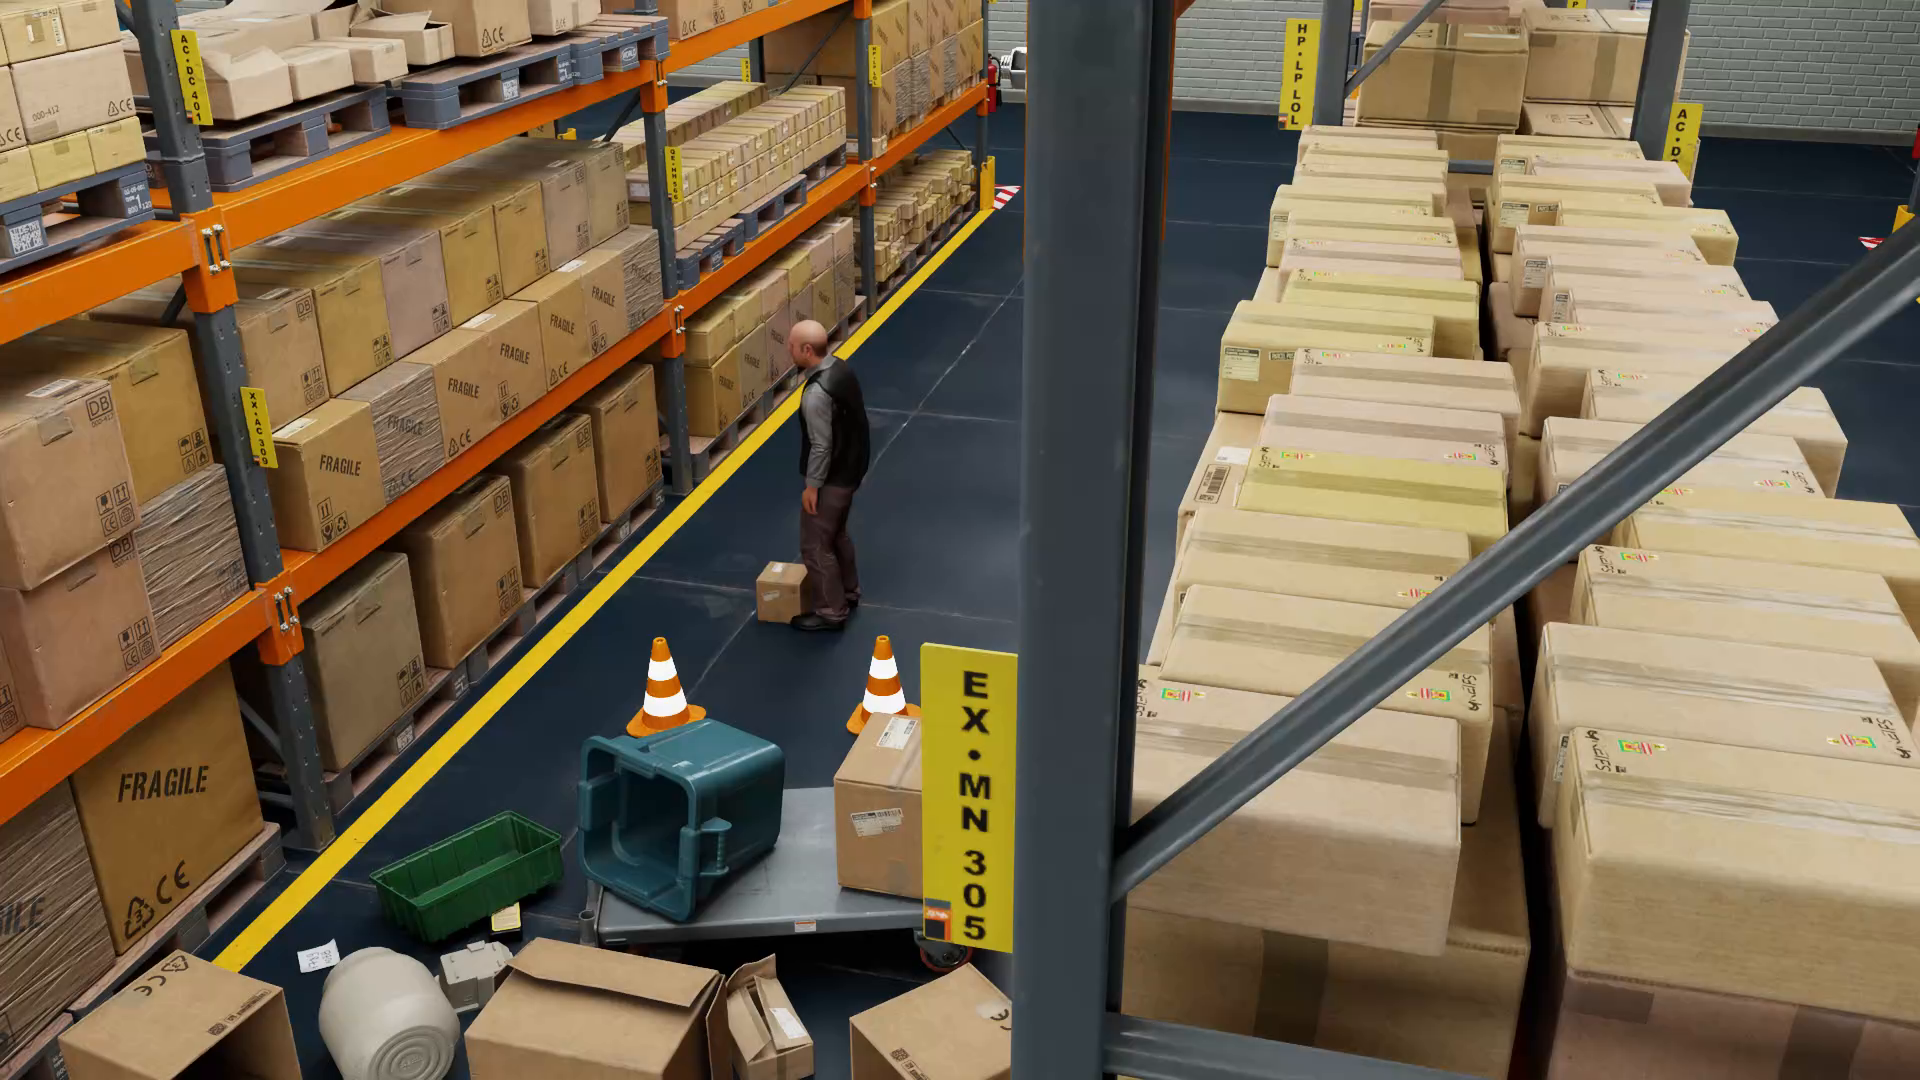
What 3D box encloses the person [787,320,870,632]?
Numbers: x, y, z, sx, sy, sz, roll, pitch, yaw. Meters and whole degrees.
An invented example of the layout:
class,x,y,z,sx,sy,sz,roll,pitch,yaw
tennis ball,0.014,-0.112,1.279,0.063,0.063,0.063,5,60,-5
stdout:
class,x,y,z,sx,sy,sz,roll,pitch,yaw
person,-0.695,-0.344,8.872,0.426,1.719,0.578,5,26,11
